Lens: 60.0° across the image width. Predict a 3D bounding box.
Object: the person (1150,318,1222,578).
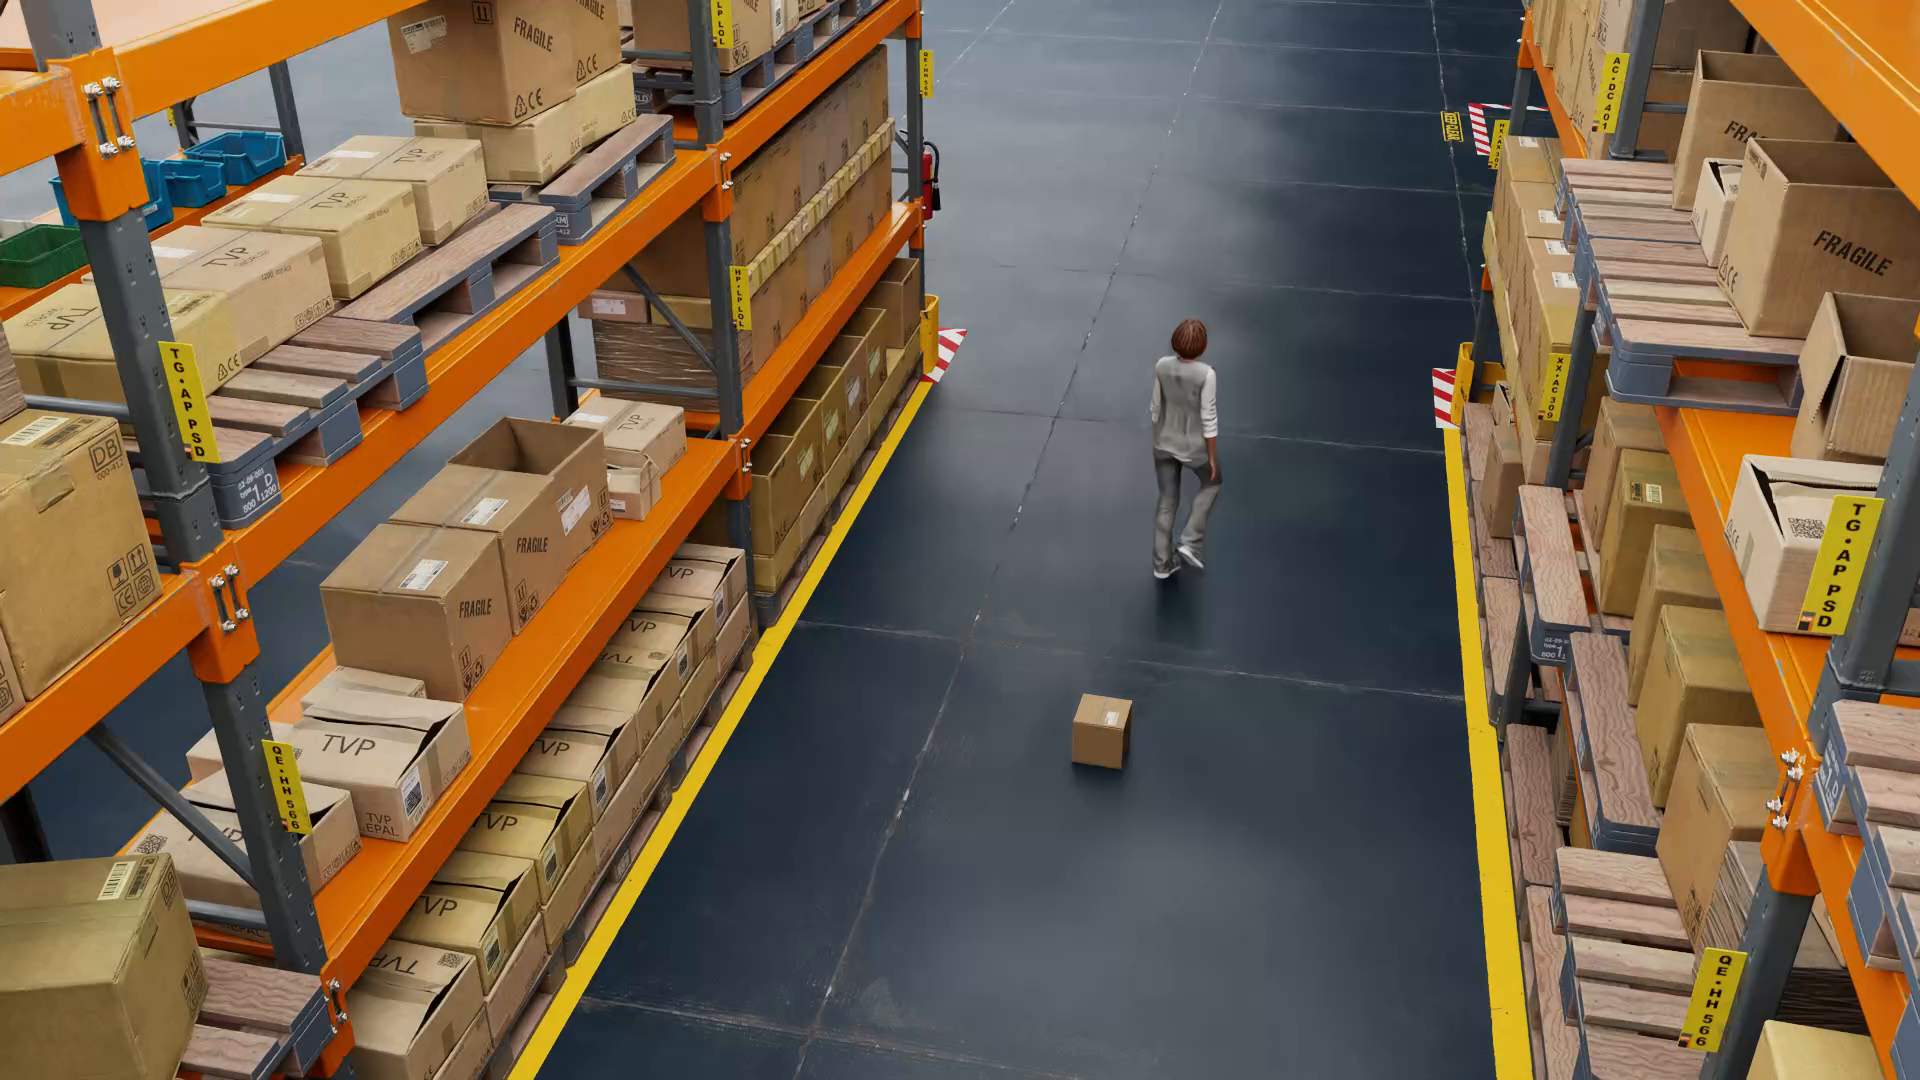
[{"bbox_3d":[1.291,-0.522,9.526,0.459,1.624,0.481,15,33,25],"label":"person"}]
